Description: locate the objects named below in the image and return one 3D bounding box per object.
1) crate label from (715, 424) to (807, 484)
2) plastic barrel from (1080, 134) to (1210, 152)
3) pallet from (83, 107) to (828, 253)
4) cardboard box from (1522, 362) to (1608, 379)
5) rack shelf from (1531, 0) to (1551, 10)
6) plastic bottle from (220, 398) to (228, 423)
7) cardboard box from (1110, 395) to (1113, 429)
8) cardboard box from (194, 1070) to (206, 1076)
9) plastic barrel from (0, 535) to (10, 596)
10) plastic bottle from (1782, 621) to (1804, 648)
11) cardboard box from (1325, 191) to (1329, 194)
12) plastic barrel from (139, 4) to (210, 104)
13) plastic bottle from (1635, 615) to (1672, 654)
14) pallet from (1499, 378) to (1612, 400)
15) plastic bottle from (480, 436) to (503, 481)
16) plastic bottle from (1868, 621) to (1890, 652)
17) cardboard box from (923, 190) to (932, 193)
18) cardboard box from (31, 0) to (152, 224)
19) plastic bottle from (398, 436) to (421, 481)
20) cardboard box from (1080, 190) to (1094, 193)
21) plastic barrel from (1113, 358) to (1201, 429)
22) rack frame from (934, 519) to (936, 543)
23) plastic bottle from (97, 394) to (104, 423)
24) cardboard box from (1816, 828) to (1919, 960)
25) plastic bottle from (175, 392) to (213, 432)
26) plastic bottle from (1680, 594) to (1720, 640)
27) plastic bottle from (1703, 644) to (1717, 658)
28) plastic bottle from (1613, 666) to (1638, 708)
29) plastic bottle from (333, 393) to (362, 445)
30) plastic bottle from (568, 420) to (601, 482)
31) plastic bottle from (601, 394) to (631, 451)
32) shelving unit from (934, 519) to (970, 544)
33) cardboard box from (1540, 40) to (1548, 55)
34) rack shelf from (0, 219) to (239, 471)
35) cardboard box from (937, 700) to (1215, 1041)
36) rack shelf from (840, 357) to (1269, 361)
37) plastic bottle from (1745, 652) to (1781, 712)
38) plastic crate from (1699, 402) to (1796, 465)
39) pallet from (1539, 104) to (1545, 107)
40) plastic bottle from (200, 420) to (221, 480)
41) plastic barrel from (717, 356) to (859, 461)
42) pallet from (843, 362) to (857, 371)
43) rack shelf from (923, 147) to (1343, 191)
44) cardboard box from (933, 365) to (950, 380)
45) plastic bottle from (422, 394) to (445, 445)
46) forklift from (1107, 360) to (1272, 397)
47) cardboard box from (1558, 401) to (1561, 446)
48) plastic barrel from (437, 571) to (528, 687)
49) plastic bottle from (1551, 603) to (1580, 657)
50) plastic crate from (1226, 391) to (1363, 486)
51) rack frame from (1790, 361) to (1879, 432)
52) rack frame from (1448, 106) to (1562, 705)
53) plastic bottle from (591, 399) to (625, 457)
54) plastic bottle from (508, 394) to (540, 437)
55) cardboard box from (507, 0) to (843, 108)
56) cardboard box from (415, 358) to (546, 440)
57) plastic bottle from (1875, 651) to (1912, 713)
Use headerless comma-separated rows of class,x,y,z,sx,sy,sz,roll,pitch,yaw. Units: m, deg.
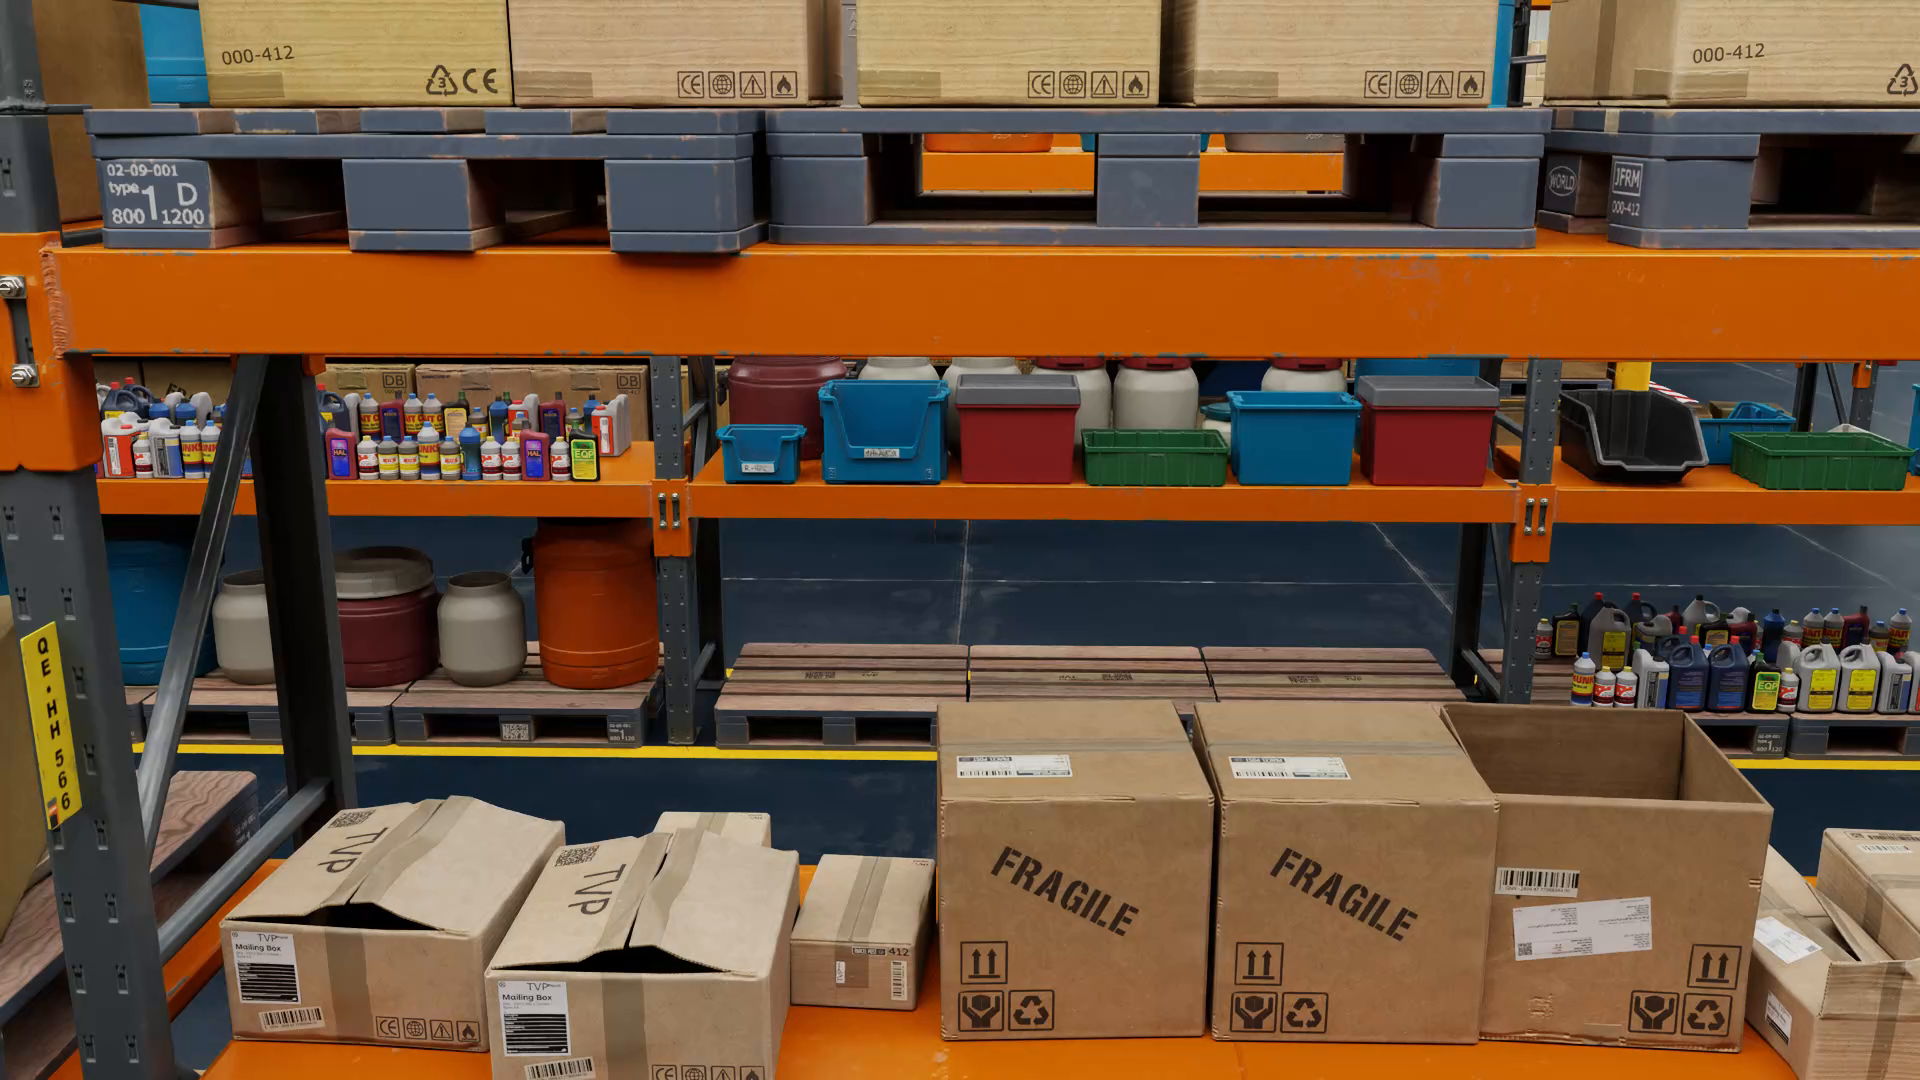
crate label,-0.928,-0.399,7.802,0.416,0.233,0.303,0,15,1
plastic barrel,0.838,-2.202,7.443,0.708,0.901,0.600,0,15,1
pallet,-0.789,-0.693,3.077,1.003,0.211,1.213,1,15,4
cardboard box,6.332,-2.217,17.706,0.875,0.875,0.875,0,15,2
rack shelf,5.013,-5.426,16.962,4.000,0.370,1.077,0,15,1
plastic bottle,-3.685,-0.582,8.420,0.097,0.271,0.097,0,15,0
cardboard box,1.137,-0.841,13.184,0.500,0.500,0.700,-1,15,-3
cardboard box,-1.918,1.605,3.916,0.500,0.500,0.500,1,15,4
plastic barrel,-4.795,0.215,8.436,0.708,0.901,0.600,0,15,1
plastic bottle,4.312,0.519,8.616,0.097,0.201,0.097,0,15,0
cardboard box,3.934,-3.690,17.534,0.550,0.550,0.875,0,15,1
plastic barrel,-3.628,-2.528,7.858,0.708,0.901,0.600,0,15,1
plastic bottle,3.524,0.521,8.460,0.135,0.276,0.152,0,15,1
pallet,6.211,-1.691,17.835,1.213,0.211,1.003,0,15,1
plastic bottle,-2.198,-0.384,7.805,0.097,0.201,0.097,0,15,0
plastic bottle,4.750,0.522,8.605,0.097,0.201,0.097,0,15,0
cardboard box,-0.537,-3.632,17.572,0.500,0.500,0.700,0,15,1
cardboard box,-1.907,-0.808,2.948,0.500,0.500,0.910,0,15,1
plastic bottle,-2.587,-0.387,7.815,0.097,0.201,0.097,0,15,0
cardboard box,1.497,-3.620,17.524,0.500,0.500,0.700,0,15,2
plastic barrel,0.975,-0.685,8.291,0.433,0.535,0.433,0,15,0
rack frame,-0.175,-0.509,11.710,0.008,1.050,0.200,0,15,1
plastic bottle,-4.415,-0.622,8.413,0.185,0.351,0.144,0,15,1
cardboard box,2.036,0.791,3.256,0.500,0.250,0.500,1,15,5
plastic bottle,-3.932,-0.618,8.546,0.135,0.276,0.152,0,15,1
plastic bottle,3.825,0.450,8.586,0.185,0.351,0.144,0,15,1
plastic bottle,3.604,0.635,8.039,0.097,0.271,0.097,0,15,0
plastic bottle,3.170,0.703,7.919,0.097,0.201,0.097,0,15,0
plastic bottle,-3.150,-0.613,8.527,0.135,0.276,0.152,0,15,1
plastic bottle,-1.755,-0.416,7.766,0.133,0.283,0.061,0,15,1
plastic bottle,-1.764,-0.604,8.492,0.135,0.276,0.152,0,15,1
shelving unit,-0.053,-0.508,11.707,0.252,1.050,0.215,0,15,1
cardboard box,5.902,-4.940,16.716,0.250,0.149,0.380,1,15,2
rack shelf,-3.469,-0.431,3.124,4.000,0.370,1.077,0,15,1
cardboard box,0.208,0.643,3.327,0.500,0.500,0.500,0,15,-2
rack shelf,0.786,-1.481,12.983,4.000,0.370,1.077,0,15,1
plastic bottle,3.808,0.672,7.875,0.133,0.283,0.061,1,15,4
plastic crate,3.772,-0.543,8.309,0.616,0.251,0.499,0,15,1
pallet,3.383,-1.932,7.773,1.003,0.211,1.213,0,15,1
plastic bottle,-3.515,-0.426,7.829,0.097,0.271,0.097,0,15,0
plastic barrel,-0.868,-0.719,8.417,0.708,0.536,0.600,0,15,1
pallet,-1.766,-1.763,18.109,1.213,0.211,1.003,0,15,1
rack shelf,0.660,-1.668,7.813,4.000,0.370,1.077,0,15,1
cardboard box,-0.012,-1.211,13.117,0.500,0.250,0.500,2,15,8
plastic bottle,-2.706,-0.615,8.543,0.097,0.271,0.097,0,15,0
forklift,1.602,-2.190,14.394,3.031,2.935,1.130,2,15,7
cardboard box,4.937,-0.796,13.056,0.500,0.500,0.500,2,15,7
plastic barrel,-2.396,0.441,8.340,0.421,0.512,0.421,0,15,0
plastic bottle,3.149,0.467,8.652,0.133,0.283,0.061,1,15,4
plastic crate,1.548,-0.473,7.783,0.575,0.384,0.392,0,15,1
rack frame,6.784,-1.790,12.743,0.127,3.000,1.000,0,15,1
rack frame,2.659,-0.553,8.055,0.127,3.000,1.000,0,15,1
plastic bottle,-1.768,-0.565,8.345,0.135,0.276,0.152,0,15,1
plastic bottle,-2.226,-0.607,8.504,0.135,0.276,0.152,0,15,1
cardboard box,-0.490,-0.909,2.996,0.500,0.250,0.500,1,15,3
cardboard box,-3.678,-1.039,13.239,0.875,0.875,1.225,0,15,-1
plastic bottle,4.421,0.668,7.905,0.135,0.276,0.152,0,15,0
